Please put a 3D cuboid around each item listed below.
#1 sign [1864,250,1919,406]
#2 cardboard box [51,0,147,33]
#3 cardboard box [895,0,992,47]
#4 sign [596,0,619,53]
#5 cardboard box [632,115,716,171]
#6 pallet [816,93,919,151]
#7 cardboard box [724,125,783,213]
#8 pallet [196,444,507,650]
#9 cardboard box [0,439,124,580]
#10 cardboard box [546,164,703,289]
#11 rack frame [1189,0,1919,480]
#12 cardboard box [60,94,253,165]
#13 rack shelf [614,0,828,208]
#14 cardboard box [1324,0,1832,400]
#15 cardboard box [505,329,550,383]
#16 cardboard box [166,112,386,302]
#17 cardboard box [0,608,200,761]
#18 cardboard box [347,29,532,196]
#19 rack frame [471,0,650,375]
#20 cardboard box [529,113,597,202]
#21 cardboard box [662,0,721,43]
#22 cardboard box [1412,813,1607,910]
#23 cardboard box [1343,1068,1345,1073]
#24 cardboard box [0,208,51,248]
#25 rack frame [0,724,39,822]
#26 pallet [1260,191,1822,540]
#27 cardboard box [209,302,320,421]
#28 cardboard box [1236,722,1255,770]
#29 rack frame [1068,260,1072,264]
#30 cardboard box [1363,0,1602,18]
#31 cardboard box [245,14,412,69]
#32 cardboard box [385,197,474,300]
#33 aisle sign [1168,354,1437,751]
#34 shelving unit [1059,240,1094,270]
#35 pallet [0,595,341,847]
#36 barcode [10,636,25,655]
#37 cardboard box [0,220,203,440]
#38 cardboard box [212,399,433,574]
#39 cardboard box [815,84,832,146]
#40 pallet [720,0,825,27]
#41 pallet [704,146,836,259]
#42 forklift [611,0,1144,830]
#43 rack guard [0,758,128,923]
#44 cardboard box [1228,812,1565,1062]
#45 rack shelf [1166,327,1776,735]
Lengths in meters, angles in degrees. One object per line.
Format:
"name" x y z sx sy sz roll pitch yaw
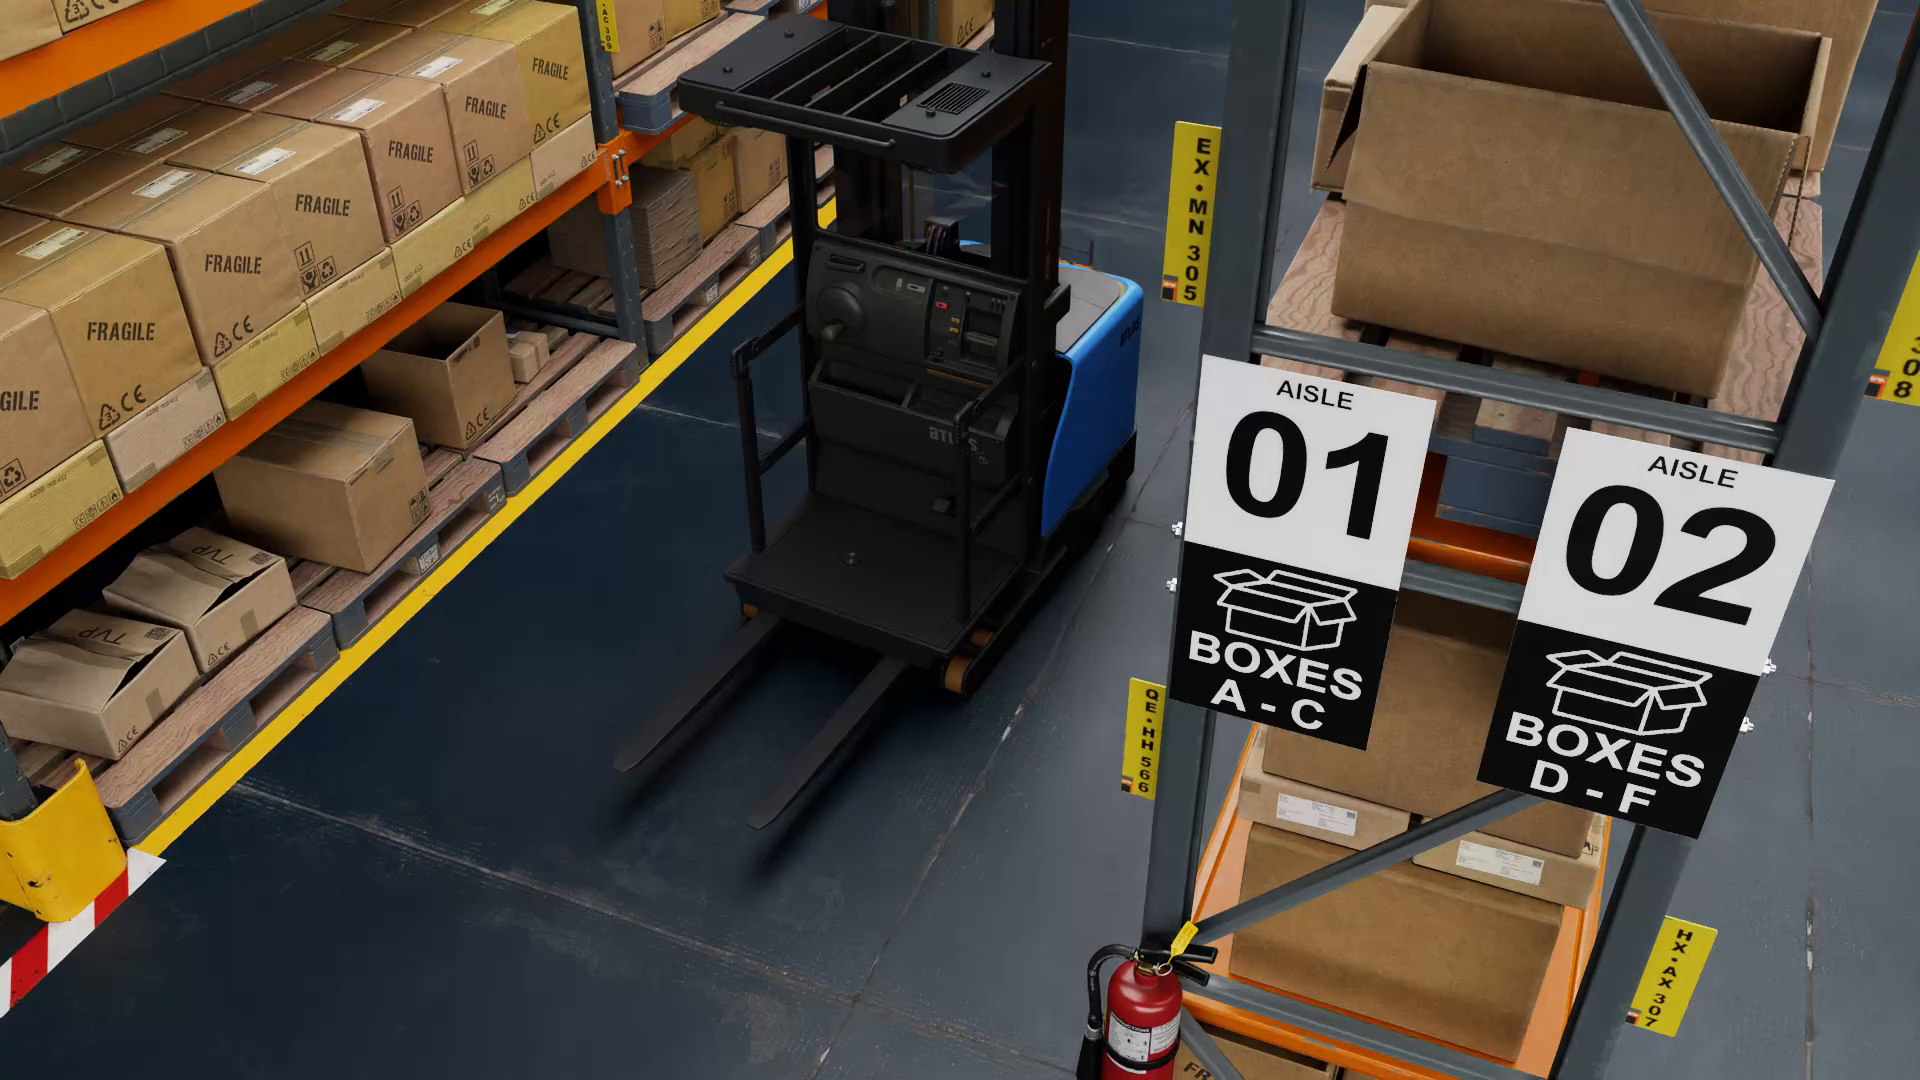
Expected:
"sign" 1.405 -0.338 2.395 0.100 0.325 0.005 14 39 18
"cardboard box" -2.899 -1.966 5.269 0.500 0.500 0.500 16 40 20
"cardboard box" -0.244 -4.124 12.207 0.750 0.750 0.750 13 39 17
"sign" -1.662 -2.453 7.803 0.100 0.325 0.005 14 39 18
"cardboard box" -1.738 -2.357 9.491 0.500 0.250 0.500 13 39 17
"pallet" -0.943 -2.891 11.441 1.003 0.211 1.213 14 39 18
"cardboard box" -1.520 -2.382 10.152 0.700 0.500 0.500 14 39 18
"pallet" -2.852 -0.051 7.641 1.003 0.211 1.213 14 39 18
"cardboard box" -3.209 -0.156 5.562 0.500 0.250 0.500 13 39 16
"cardboard box" -1.902 -1.812 9.389 0.700 0.500 0.500 15 39 19
"rack frame" 0.894 -1.287 1.956 1.000 3.000 0.127 14 39 18
"cardboard box" -3.121 -1.411 6.614 0.500 0.500 0.500 14 39 18
"rack shelf" -1.406 -3.044 9.918 1.077 0.370 4.000 14 39 18
"cardboard box" 1.116 -0.669 3.080 0.797 0.503 0.637 17 40 21
"cardboard box" -2.342 -0.964 8.533 0.380 0.166 0.250 9 38 12
"cardboard box" -2.644 -1.299 6.465 0.500 0.500 0.500 15 39 19
"cardboard box" -3.342 0.528 6.417 0.500 0.311 0.500 10 38 13
"cardboard box" -2.245 -1.864 7.220 0.500 0.500 0.500 14 39 17
"rack frame" -2.167 -2.225 8.222 1.000 3.000 0.127 14 39 18
"cardboard box" -2.067 -1.842 7.817 0.500 0.250 0.500 14 39 18
"cardboard box" -1.722 -3.023 8.838 0.700 0.500 0.500 18 40 22
"cardboard box" 1.242 0.648 3.753 0.380 0.149 0.250 14 39 17
"cardboard box" 1.490 1.525 5.150 0.500 0.250 0.500 14 39 18
"cardboard box" -3.505 -0.845 5.857 0.500 0.500 0.500 14 39 18
"rack frame" -3.689 -0.011 5.259 1.000 3.000 0.127 14 39 18
"pallet" 1.187 -0.436 3.396 1.003 0.211 1.213 14 39 18
"cardboard box" -2.826 -0.728 6.327 0.500 0.250 0.500 13 39 17
"cardboard box" 1.190 0.827 5.458 0.500 0.500 0.500 14 39 18
"rack frame" 0.427 -0.900 8.074 0.200 1.050 0.008 18 40 23
"cardboard box" 1.300 -1.280 4.058 0.500 0.311 0.500 19 41 23
"cardboard box" -2.739 -1.975 7.370 0.500 0.500 0.500 14 39 17
"cardboard box" -2.441 -1.286 7.074 0.500 0.250 0.500 14 39 17
"aisle sign" 0.597 0.044 3.014 0.394 0.787 0.004 14 39 18
"shelving unit" 0.486 -0.963 8.160 0.215 1.050 0.252 18 40 23
"pallet" -3.318 0.623 6.741 1.003 0.211 1.213 14 39 18
"barcode" -3.705 0.423 6.550 0.001 0.075 0.075 14 39 18
"cardboard box" -3.032 -0.726 5.698 0.500 0.500 0.500 14 39 18
"cardboard box" -2.800 -0.259 7.311 0.700 0.500 0.500 11 38 15
"cardboard box" -1.174 -2.946 10.906 0.700 0.500 0.500 14 39 18
"pallet" -1.360 -3.258 9.763 1.003 0.211 1.213 14 39 18
"pallet" -1.409 -2.218 10.540 1.003 0.211 1.213 14 39 18
"forklift" -0.297 -0.845 6.433 1.130 2.935 3.031 18 40 22
"rack guard" -3.660 0.949 6.063 1.175 0.500 0.348 14 39 18
"cardboard box" 1.083 0.820 4.064 0.700 0.500 0.500 14 39 18
"rack shelf" 1.655 -0.905 4.551 1.077 0.370 4.000 14 39 18
